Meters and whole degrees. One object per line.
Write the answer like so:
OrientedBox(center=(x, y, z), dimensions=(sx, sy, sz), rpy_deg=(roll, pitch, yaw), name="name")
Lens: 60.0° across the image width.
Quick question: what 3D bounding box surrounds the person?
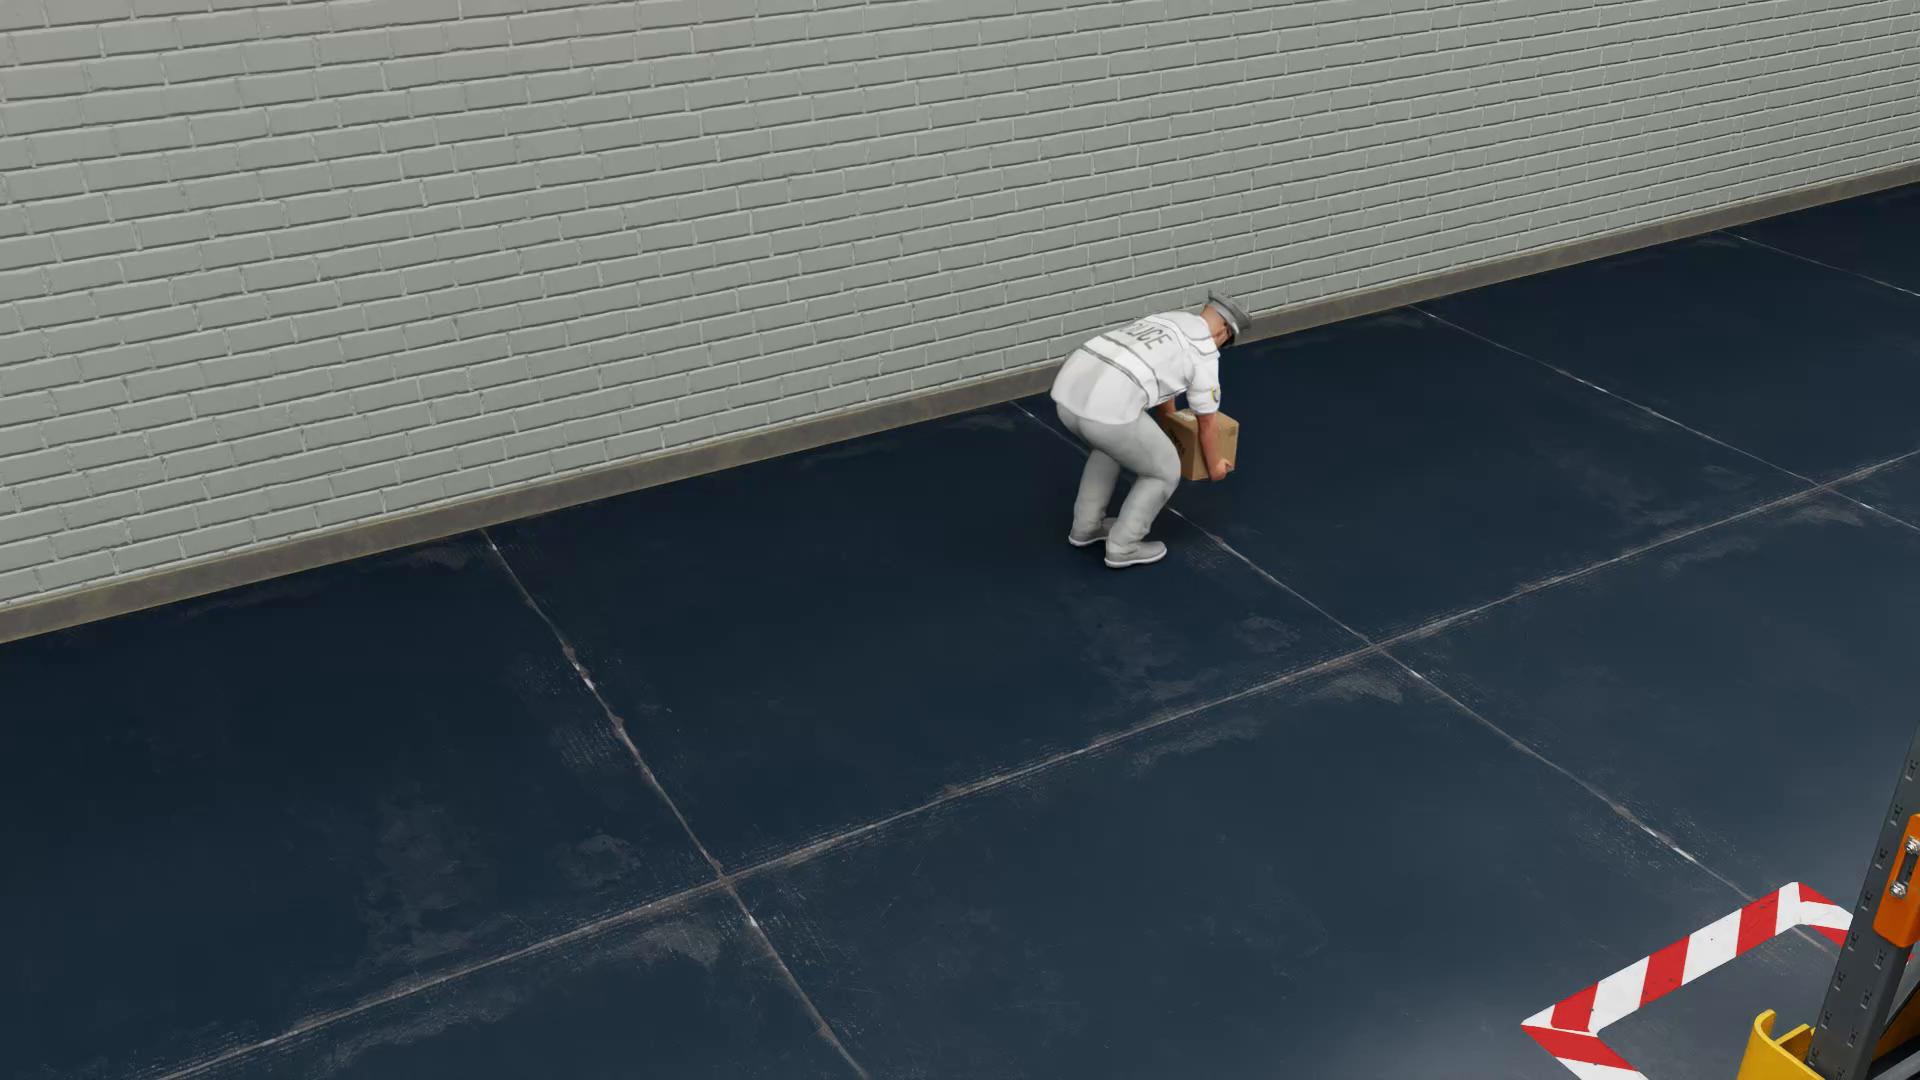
OrientedBox(center=(0.890, -0.513, 7.657), dimensions=(1.028, 1.171, 0.516), rpy_deg=(-17, 33, -29), name="person")
